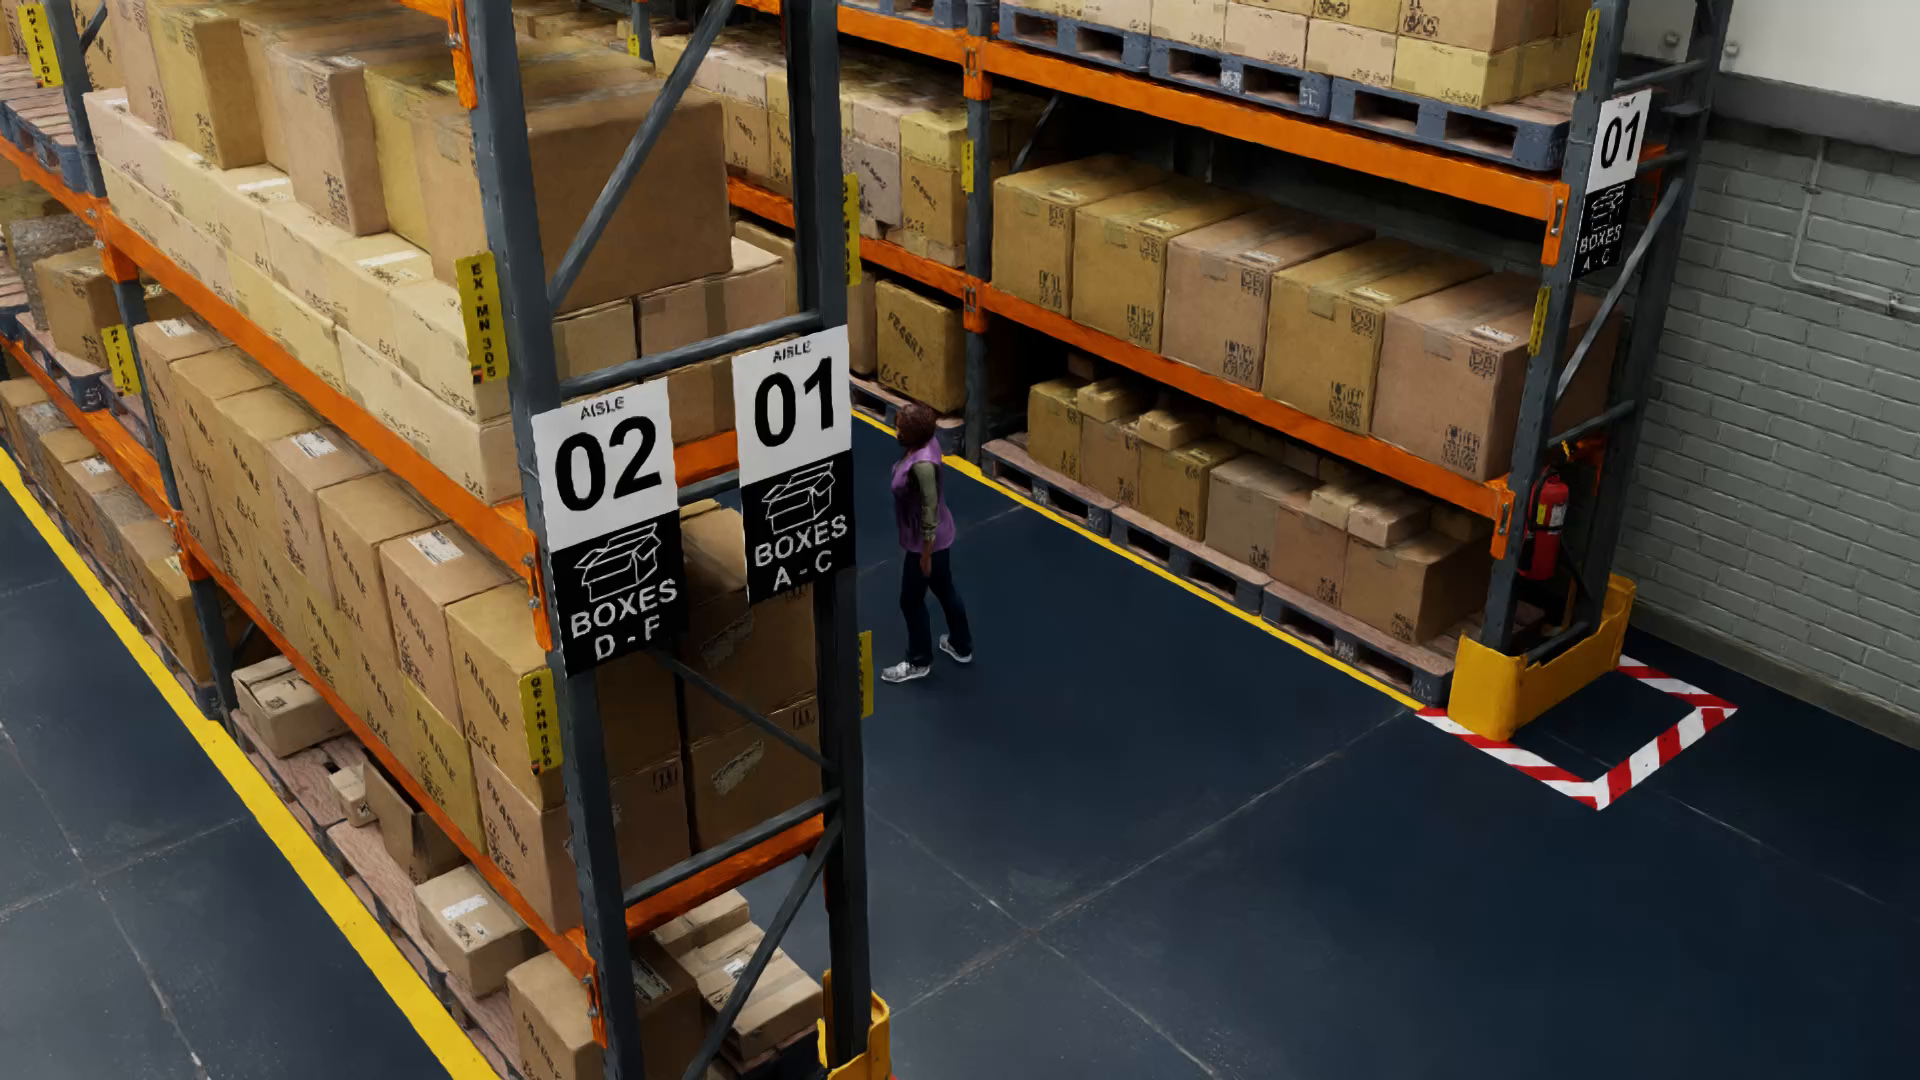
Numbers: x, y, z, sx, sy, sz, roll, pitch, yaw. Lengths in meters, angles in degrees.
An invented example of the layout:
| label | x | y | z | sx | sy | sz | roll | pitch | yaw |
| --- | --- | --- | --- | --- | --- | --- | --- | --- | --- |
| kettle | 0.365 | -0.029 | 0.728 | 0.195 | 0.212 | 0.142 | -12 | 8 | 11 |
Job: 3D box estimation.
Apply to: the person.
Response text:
| label | x | y | z | sx | sy | sz | roll | pitch | yaw |
| --- | --- | --- | --- | --- | --- | --- | --- | --- | --- |
| person | -0.175 | -0.001 | 8.647 | 0.487 | 1.583 | 0.479 | 2 | 29 | 3 |
